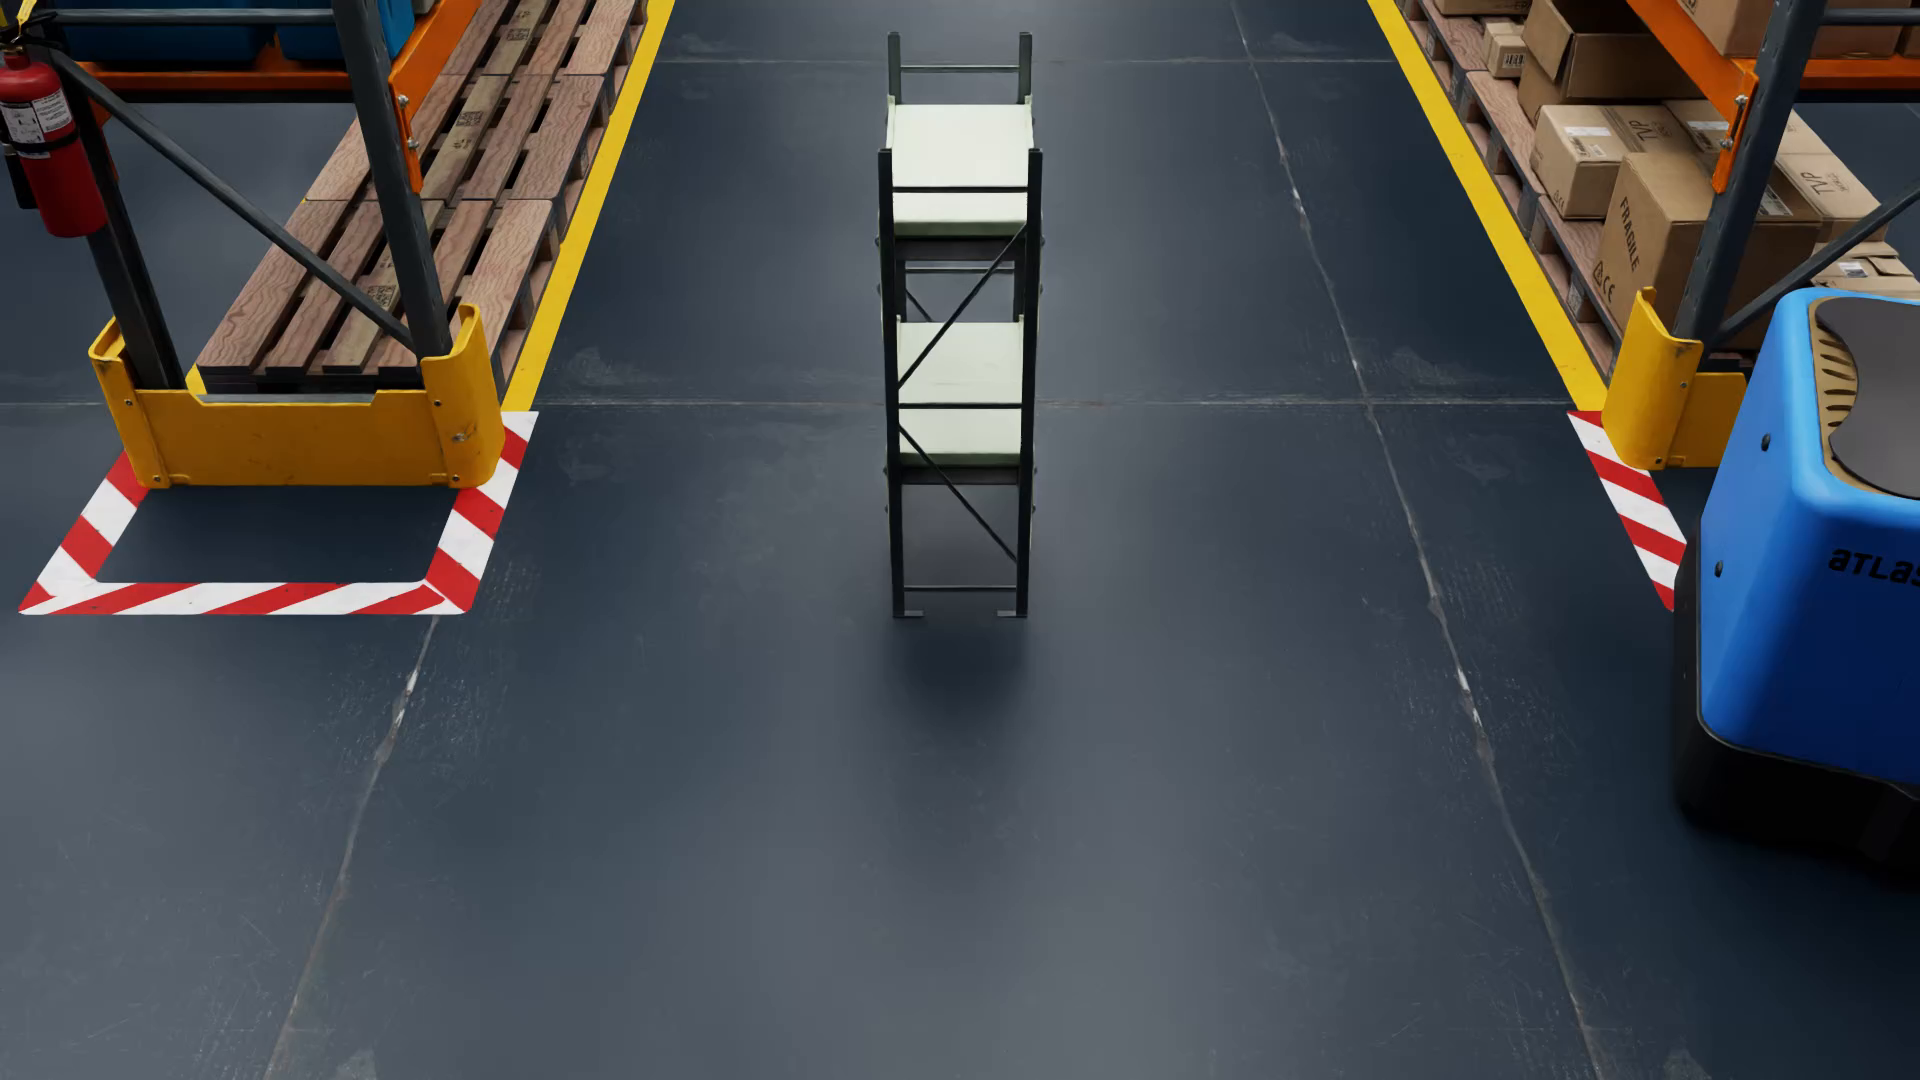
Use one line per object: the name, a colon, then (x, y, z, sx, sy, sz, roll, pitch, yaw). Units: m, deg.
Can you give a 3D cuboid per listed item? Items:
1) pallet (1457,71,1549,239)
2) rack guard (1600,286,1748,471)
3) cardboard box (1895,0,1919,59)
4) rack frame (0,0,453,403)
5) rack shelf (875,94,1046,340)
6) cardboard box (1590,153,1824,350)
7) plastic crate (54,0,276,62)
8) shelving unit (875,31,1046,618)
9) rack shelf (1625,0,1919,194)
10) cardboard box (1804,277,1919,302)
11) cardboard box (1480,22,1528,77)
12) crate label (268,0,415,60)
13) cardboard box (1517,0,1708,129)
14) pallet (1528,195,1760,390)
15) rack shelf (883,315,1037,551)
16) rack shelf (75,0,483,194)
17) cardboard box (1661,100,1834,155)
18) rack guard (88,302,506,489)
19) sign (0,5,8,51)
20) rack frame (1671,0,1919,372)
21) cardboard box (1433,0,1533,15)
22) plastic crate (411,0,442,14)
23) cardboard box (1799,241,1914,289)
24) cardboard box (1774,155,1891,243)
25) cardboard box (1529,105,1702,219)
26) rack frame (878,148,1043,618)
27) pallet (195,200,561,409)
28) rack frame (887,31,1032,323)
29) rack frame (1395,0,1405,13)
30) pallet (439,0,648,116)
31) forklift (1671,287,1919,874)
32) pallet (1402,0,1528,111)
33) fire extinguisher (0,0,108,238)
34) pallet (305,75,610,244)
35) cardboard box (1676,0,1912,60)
pallet: (2.804, -1.682, 7.181, 1.003, 0.211, 1.213, 0, 39, 0)
rack guard: (2.804, -0.536, 5.519, 1.175, 0.500, 0.348, 0, 39, 0)
cardboard box: (3.067, -1.780, 4.993, 0.500, 0.500, 0.500, 1, 39, 1)
rack frame: (-2.149, -1.462, 4.676, 1.000, 3.000, 0.127, 0, 39, 0)
rack shelf: (0.000, -0.894, 4.542, 0.431, 0.370, 0.720, 0, 39, 0)
cardboard box: (2.557, -1.000, 5.746, 0.500, 0.500, 0.500, 0, 39, 0)
plastic crate: (-2.336, -1.709, 4.907, 0.616, 0.435, 0.499, 0, 39, 0)
shelving unit: (0.000, -0.589, 4.786, 0.431, 1.500, 0.755, 0, 39, 0)
rack shelf: (2.802, -2.434, 6.463, 1.077, 0.370, 4.000, 0, 39, 0)
cardboard box: (3.147, -0.785, 5.759, 0.380, 0.149, 0.250, 0, 39, 0)
cardboard box: (2.595, -2.227, 7.545, 0.380, 0.166, 0.250, 0, 39, 0)
crate label: (-1.820, -1.575, 4.903, 0.416, 0.233, 0.303, 0, 39, 0)
cardboard box: (2.807, -1.988, 6.976, 0.797, 0.503, 0.637, 0, 39, 0)
pallet: (2.802, -0.921, 6.231, 1.003, 0.211, 1.213, 0, 39, 0)
rack shelf: (0.000, -0.335, 4.990, 0.431, 0.370, 0.720, 0, 39, 0)
rack shelf: (-2.152, -2.432, 6.462, 1.077, 0.370, 4.000, 0, 39, 0)
cardboard box: (3.086, -1.528, 6.605, 0.500, 0.250, 0.500, 0, 39, 0)
rack guard: (-2.136, -0.472, 5.439, 1.175, 0.500, 0.348, 0, 39, 0)
sign: (-2.699, -1.515, 4.612, 0.100, 0.325, 0.005, 0, 39, 0)
rack frame: (2.804, -1.464, 4.678, 1.000, 3.000, 0.127, 0, 39, 0)
cardboard box: (2.584, -2.825, 8.175, 0.500, 0.311, 0.500, 0, 39, 0)
plastic crate: (-1.738, -1.738, 5.183, 0.250, 0.136, 0.298, 0, 39, 0)
cardboard box: (3.147, -0.948, 5.948, 0.380, 0.166, 0.250, 0, 39, 0)
cardboard box: (3.087, -1.215, 6.215, 0.500, 0.250, 0.500, 0, 39, 0)
cardboard box: (2.586, -1.496, 6.565, 0.500, 0.250, 0.500, 0, 39, 0)
rack frame: (0.000, -0.361, 4.501, 0.400, 1.500, 0.023, 0, 39, 0)
pallet: (-2.111, -0.890, 6.192, 1.003, 0.211, 1.213, 0, 39, 0)
rack frame: (0.000, -0.818, 5.072, 0.400, 1.500, 0.023, 0, 39, 0)
rack frame: (2.800, -3.965, 7.799, 1.000, 3.000, 0.127, 0, 39, 0)
pallet: (-2.114, -2.416, 8.096, 1.003, 0.211, 1.213, 0, 39, 0)
forklift: (3.433, -0.405, 3.411, 3.031, 2.935, 1.130, 12, 40, 15)
pallet: (2.799, -2.447, 8.135, 1.003, 0.211, 1.213, 0, 39, 0)
fire extinguisher: (-2.603, -1.192, 4.699, 0.296, 0.674, 0.183, 0, 39, 0)
pallet: (-2.110, -1.651, 7.141, 1.003, 0.211, 1.213, 0, 39, 0)
cardboard box: (2.531, -1.782, 4.996, 0.500, 0.500, 0.500, 1, 39, 1)
